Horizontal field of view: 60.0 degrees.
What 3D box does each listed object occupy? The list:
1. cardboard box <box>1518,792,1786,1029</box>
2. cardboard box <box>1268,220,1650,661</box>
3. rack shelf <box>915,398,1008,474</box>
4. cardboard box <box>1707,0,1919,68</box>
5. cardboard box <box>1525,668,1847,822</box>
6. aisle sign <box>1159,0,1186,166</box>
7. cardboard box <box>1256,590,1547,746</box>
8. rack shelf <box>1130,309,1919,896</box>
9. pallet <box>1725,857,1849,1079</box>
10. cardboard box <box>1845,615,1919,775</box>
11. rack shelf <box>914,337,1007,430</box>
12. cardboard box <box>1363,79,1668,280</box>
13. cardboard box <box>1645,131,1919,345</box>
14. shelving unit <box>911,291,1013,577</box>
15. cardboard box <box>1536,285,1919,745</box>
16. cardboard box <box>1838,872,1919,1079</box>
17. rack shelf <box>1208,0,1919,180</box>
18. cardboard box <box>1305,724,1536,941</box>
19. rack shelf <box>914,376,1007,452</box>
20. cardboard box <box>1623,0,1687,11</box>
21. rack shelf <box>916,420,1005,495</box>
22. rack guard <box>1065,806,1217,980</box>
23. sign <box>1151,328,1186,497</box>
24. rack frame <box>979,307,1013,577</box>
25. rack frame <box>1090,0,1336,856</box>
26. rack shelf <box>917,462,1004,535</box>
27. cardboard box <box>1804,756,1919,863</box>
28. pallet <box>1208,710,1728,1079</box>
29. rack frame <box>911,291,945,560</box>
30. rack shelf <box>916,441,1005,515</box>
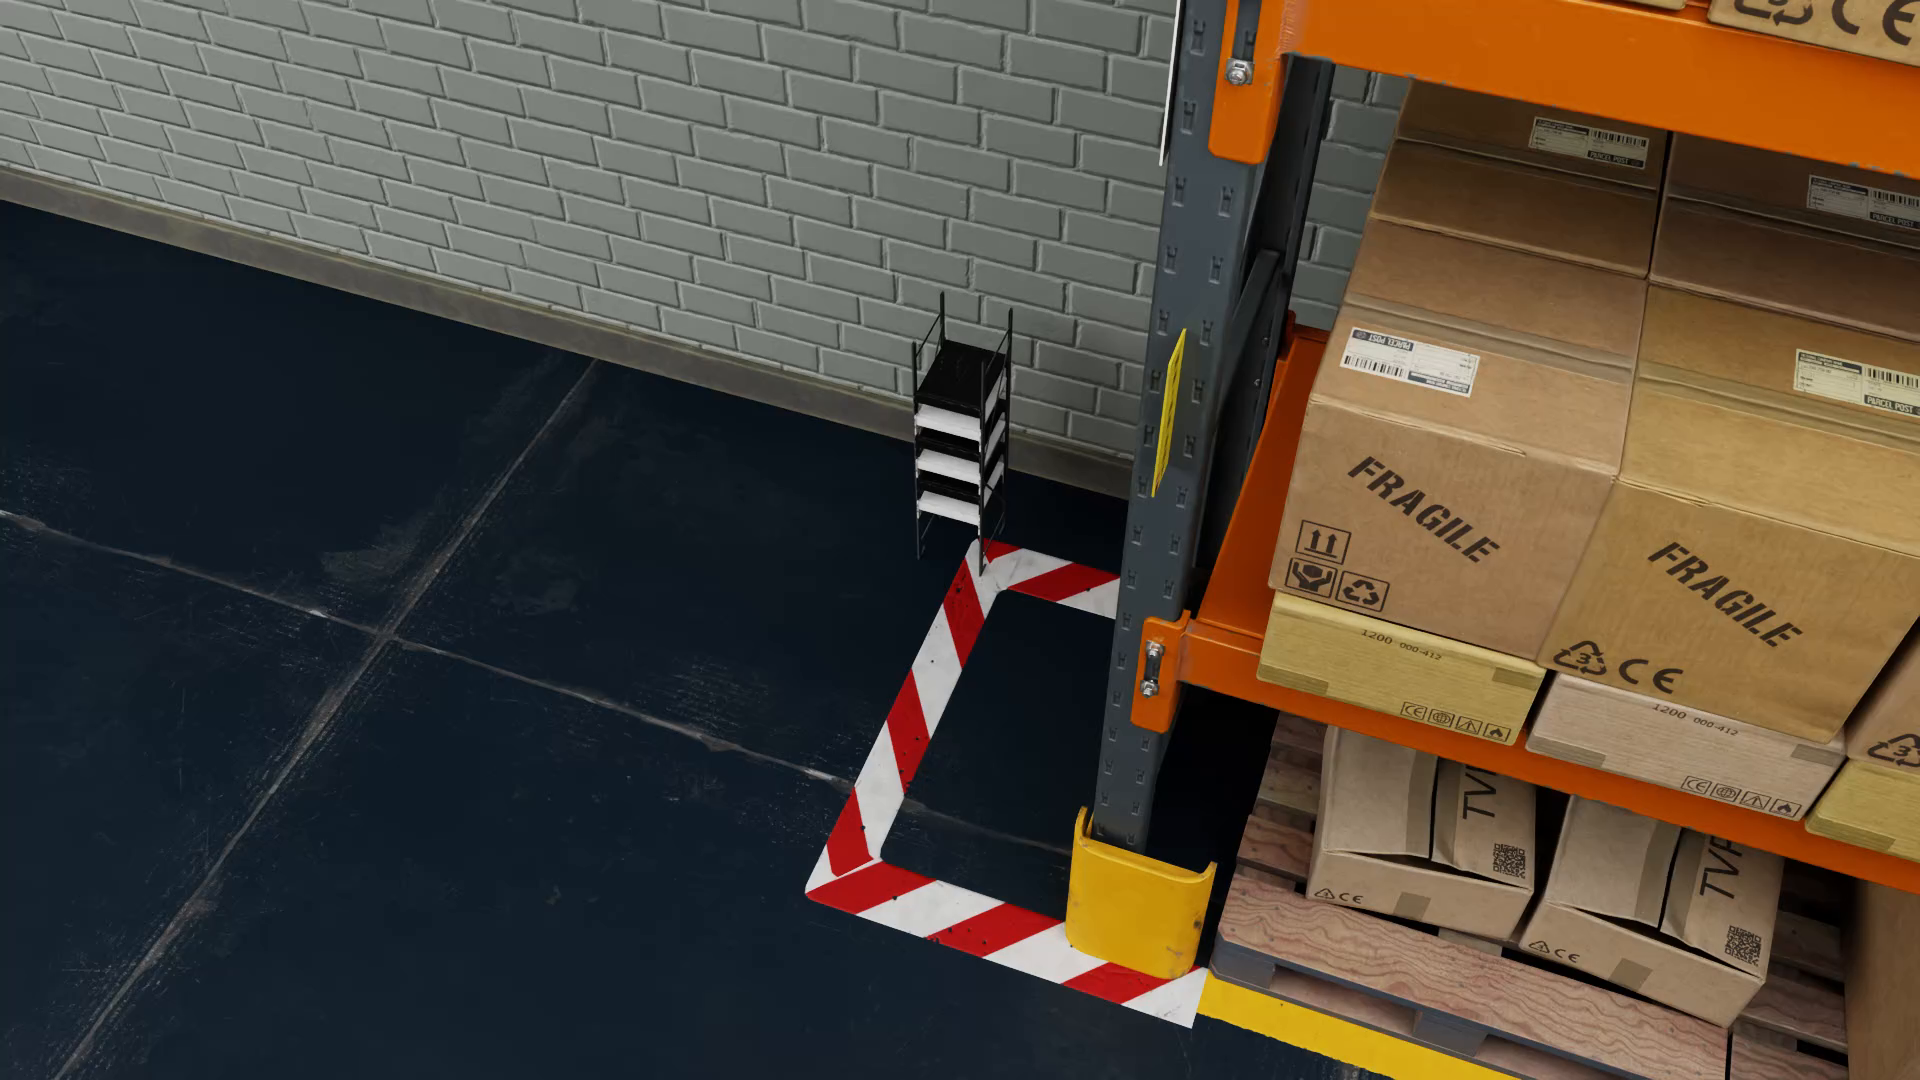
[{"bbox_3d":[1.702,0.813,4.049,0.500,0.311,0.500,19,52,16],"label":"cardboard box"},{"bbox_3d":[0.893,-0.183,3.013,0.500,0.500,0.500,16,51,13],"label":"cardboard box"},{"bbox_3d":[0.007,-0.330,4.865,0.200,0.077,0.258,16,51,13],"label":"rack shelf"},{"bbox_3d":[1.268,-0.909,1.988,0.500,0.500,0.500,19,52,16],"label":"cardboard box"},{"bbox_3d":[1.389,0.203,3.175,0.500,0.250,0.500,14,51,12],"label":"cardboard box"},{"bbox_3d":[0.378,-0.976,2.390,0.004,0.787,0.394,16,51,13],"label":"aisle sign"},{"bbox_3d":[0.897,0.078,3.284,0.500,0.250,0.500,14,51,12],"label":"cardboard box"},{"bbox_3d":[2.425,0.441,3.358,4.000,0.370,1.077,16,51,13],"label":"rack shelf"},{"bbox_3d":[2.511,1.174,4.093,1.213,0.211,1.003,16,51,13],"label":"pallet"},{"bbox_3d":[1.836,0.093,2.774,0.500,0.500,0.500,14,51,12],"label":"cardboard box"},{"bbox_3d":[0.007,-0.448,4.729,0.200,0.077,0.258,16,51,13],"label":"rack shelf"},{"bbox_3d":[1.065,-0.548,3.330,0.500,0.500,0.500,15,51,13],"label":"cardboard box"},{"bbox_3d":[1.534,-0.409,3.210,0.500,0.500,0.500,16,51,14],"label":"cardboard box"},{"bbox_3d":[0.007,-0.293,4.908,0.210,0.900,0.258,16,51,13],"label":"shelving unit"},{"bbox_3d":[1.353,-0.046,2.895,0.500,0.500,0.500,16,51,13],"label":"cardboard box"},{"bbox_3d":[2.373,0.979,3.780,0.500,0.500,0.700,13,50,11],"label":"cardboard box"},{"bbox_3d":[2.425,-0.541,2.225,4.000,0.370,1.077,16,51,13],"label":"rack shelf"},{"bbox_3d":[1.167,0.664,4.178,0.500,0.311,0.500,10,50,9],"label":"cardboard box"},{"bbox_3d":[0.007,-0.389,4.797,0.200,0.077,0.258,16,51,13],"label":"rack shelf"},{"bbox_3d":[0.776,-1.075,2.132,0.500,0.500,0.500,17,51,14],"label":"cardboard box"},{"bbox_3d":[0.007,-0.271,4.933,0.200,0.077,0.258,16,51,13],"label":"rack shelf"},{"bbox_3d":[0.621,0.521,4.468,0.348,0.500,1.175,16,51,13],"label":"rack guard"},{"bbox_3d":[0.361,-0.217,2.880,0.005,0.325,0.100,16,51,13],"label":"sign"},{"bbox_3d":[0.103,-0.266,4.885,0.006,0.900,0.240,16,51,13],"label":"rack frame"},{"bbox_3d":[0.549,-0.318,3.541,0.127,3.000,1.000,16,51,13],"label":"rack frame"},{"bbox_3d":[0.008,-0.153,5.069,0.200,0.077,0.258,16,51,13],"label":"rack shelf"},{"bbox_3d":[1.865,0.341,3.055,0.500,0.250,0.500,15,51,13],"label":"cardboard box"},{"bbox_3d":[1.370,0.853,4.371,1.213,0.211,1.003,16,51,13],"label":"pallet"},{"bbox_3d":[-0.088,-0.319,4.931,0.006,0.900,0.240,16,51,13],"label":"rack frame"},{"bbox_3d":[0.007,-0.212,5.001,0.200,0.077,0.258,16,51,13],"label":"rack shelf"}]
